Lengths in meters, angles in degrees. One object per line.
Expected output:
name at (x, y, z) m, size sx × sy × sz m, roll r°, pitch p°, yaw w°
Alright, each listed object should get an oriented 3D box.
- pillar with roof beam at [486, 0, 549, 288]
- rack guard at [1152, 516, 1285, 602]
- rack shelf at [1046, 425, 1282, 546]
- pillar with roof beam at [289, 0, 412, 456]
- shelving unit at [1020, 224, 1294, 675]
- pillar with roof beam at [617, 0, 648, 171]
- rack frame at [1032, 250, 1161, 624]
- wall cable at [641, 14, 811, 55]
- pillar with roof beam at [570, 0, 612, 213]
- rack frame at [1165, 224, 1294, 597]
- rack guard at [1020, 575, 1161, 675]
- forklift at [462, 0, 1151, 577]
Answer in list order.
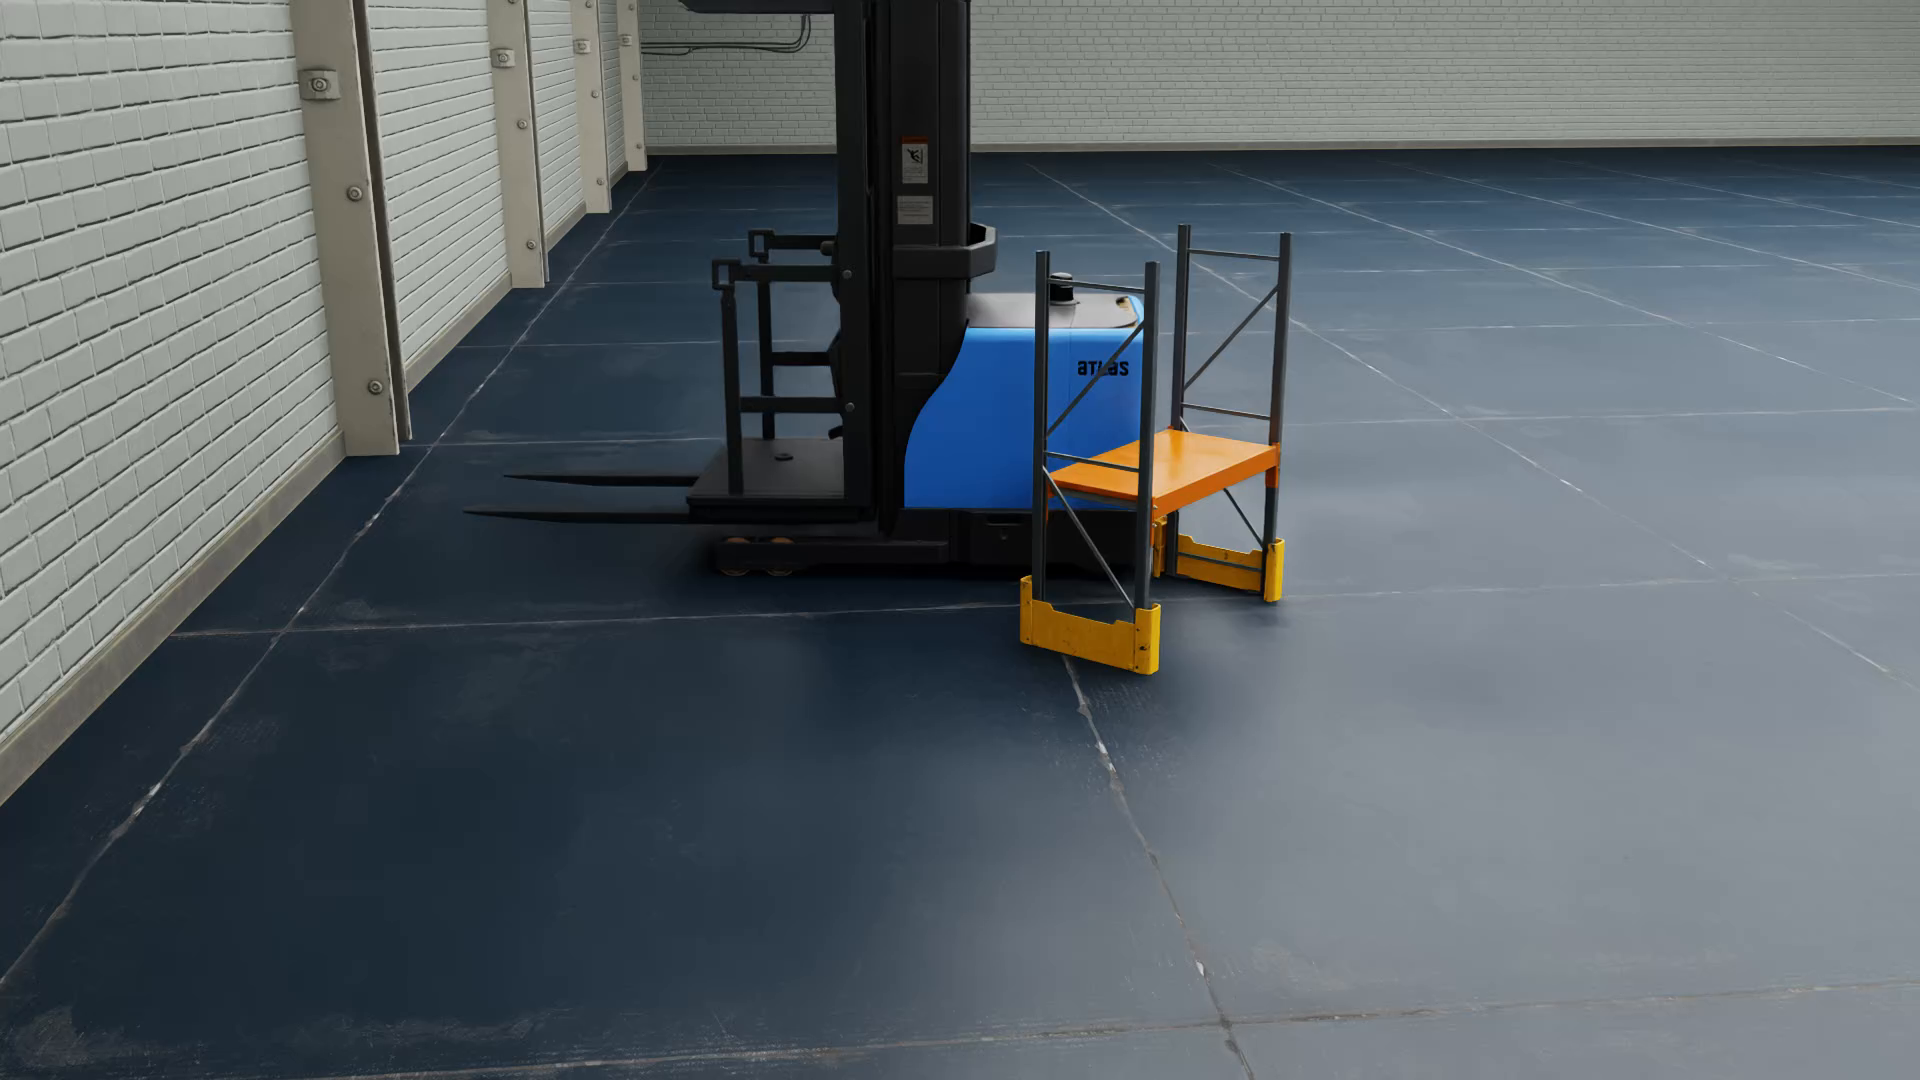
pillar with roof beam at (0.384, -6.739, 14.119) m, size 9.100 × 9.000 × 0.400 m, roll -2°, pitch 18°, yaw -6°
rack guard at (1.083, 0.077, 7.015) m, size 0.587 × 0.250 × 0.087 m, roll 13°, pitch 21°, yaw 35°
rack shelf at (0.788, -0.231, 6.509) m, size 0.538 × 0.185 × 1.000 m, roll 13°, pitch 21°, yaw 35°
pillar with roof beam at (1.003, -4.951, 8.425) m, size 9.100 × 9.000 × 0.400 m, roll -2°, pitch 18°, yaw -6°
shelving unit at (0.782, -0.400, 6.449) m, size 0.587 × 1.500 × 1.083 m, roll 13°, pitch 21°, yaw 35°
pillar with roof beam at (-0.854, -10.314, 25.507) m, size 9.100 × 9.000 × 0.400 m, roll -2°, pitch 18°, yaw -6°
rack frame at (0.481, -0.281, 6.069) m, size 0.500 × 1.500 × 0.032 m, roll 13°, pitch 21°, yaw 35°
wall cable at (-4.124, -9.618, 28.474) m, size 3.097 × 2.526 × 0.112 m, roll -2°, pitch 18°, yaw -6°
pillar with roof beam at (-0.235, -8.526, 19.813) m, size 9.100 × 9.000 × 0.400 m, roll -2°, pitch 18°, yaw -6°
rack frame at (1.095, -0.524, 6.842) m, size 0.500 × 1.500 × 0.032 m, roll 13°, pitch 21°, yaw 35°
rack guard at (0.482, 0.315, 6.257) m, size 0.587 × 0.250 × 0.087 m, roll 13°, pitch 21°, yaw 35°
forklift at (-0.674, -1.397, 7.234) m, size 3.031 × 2.935 × 1.130 m, roll 1°, pitch 17°, yaw 2°
